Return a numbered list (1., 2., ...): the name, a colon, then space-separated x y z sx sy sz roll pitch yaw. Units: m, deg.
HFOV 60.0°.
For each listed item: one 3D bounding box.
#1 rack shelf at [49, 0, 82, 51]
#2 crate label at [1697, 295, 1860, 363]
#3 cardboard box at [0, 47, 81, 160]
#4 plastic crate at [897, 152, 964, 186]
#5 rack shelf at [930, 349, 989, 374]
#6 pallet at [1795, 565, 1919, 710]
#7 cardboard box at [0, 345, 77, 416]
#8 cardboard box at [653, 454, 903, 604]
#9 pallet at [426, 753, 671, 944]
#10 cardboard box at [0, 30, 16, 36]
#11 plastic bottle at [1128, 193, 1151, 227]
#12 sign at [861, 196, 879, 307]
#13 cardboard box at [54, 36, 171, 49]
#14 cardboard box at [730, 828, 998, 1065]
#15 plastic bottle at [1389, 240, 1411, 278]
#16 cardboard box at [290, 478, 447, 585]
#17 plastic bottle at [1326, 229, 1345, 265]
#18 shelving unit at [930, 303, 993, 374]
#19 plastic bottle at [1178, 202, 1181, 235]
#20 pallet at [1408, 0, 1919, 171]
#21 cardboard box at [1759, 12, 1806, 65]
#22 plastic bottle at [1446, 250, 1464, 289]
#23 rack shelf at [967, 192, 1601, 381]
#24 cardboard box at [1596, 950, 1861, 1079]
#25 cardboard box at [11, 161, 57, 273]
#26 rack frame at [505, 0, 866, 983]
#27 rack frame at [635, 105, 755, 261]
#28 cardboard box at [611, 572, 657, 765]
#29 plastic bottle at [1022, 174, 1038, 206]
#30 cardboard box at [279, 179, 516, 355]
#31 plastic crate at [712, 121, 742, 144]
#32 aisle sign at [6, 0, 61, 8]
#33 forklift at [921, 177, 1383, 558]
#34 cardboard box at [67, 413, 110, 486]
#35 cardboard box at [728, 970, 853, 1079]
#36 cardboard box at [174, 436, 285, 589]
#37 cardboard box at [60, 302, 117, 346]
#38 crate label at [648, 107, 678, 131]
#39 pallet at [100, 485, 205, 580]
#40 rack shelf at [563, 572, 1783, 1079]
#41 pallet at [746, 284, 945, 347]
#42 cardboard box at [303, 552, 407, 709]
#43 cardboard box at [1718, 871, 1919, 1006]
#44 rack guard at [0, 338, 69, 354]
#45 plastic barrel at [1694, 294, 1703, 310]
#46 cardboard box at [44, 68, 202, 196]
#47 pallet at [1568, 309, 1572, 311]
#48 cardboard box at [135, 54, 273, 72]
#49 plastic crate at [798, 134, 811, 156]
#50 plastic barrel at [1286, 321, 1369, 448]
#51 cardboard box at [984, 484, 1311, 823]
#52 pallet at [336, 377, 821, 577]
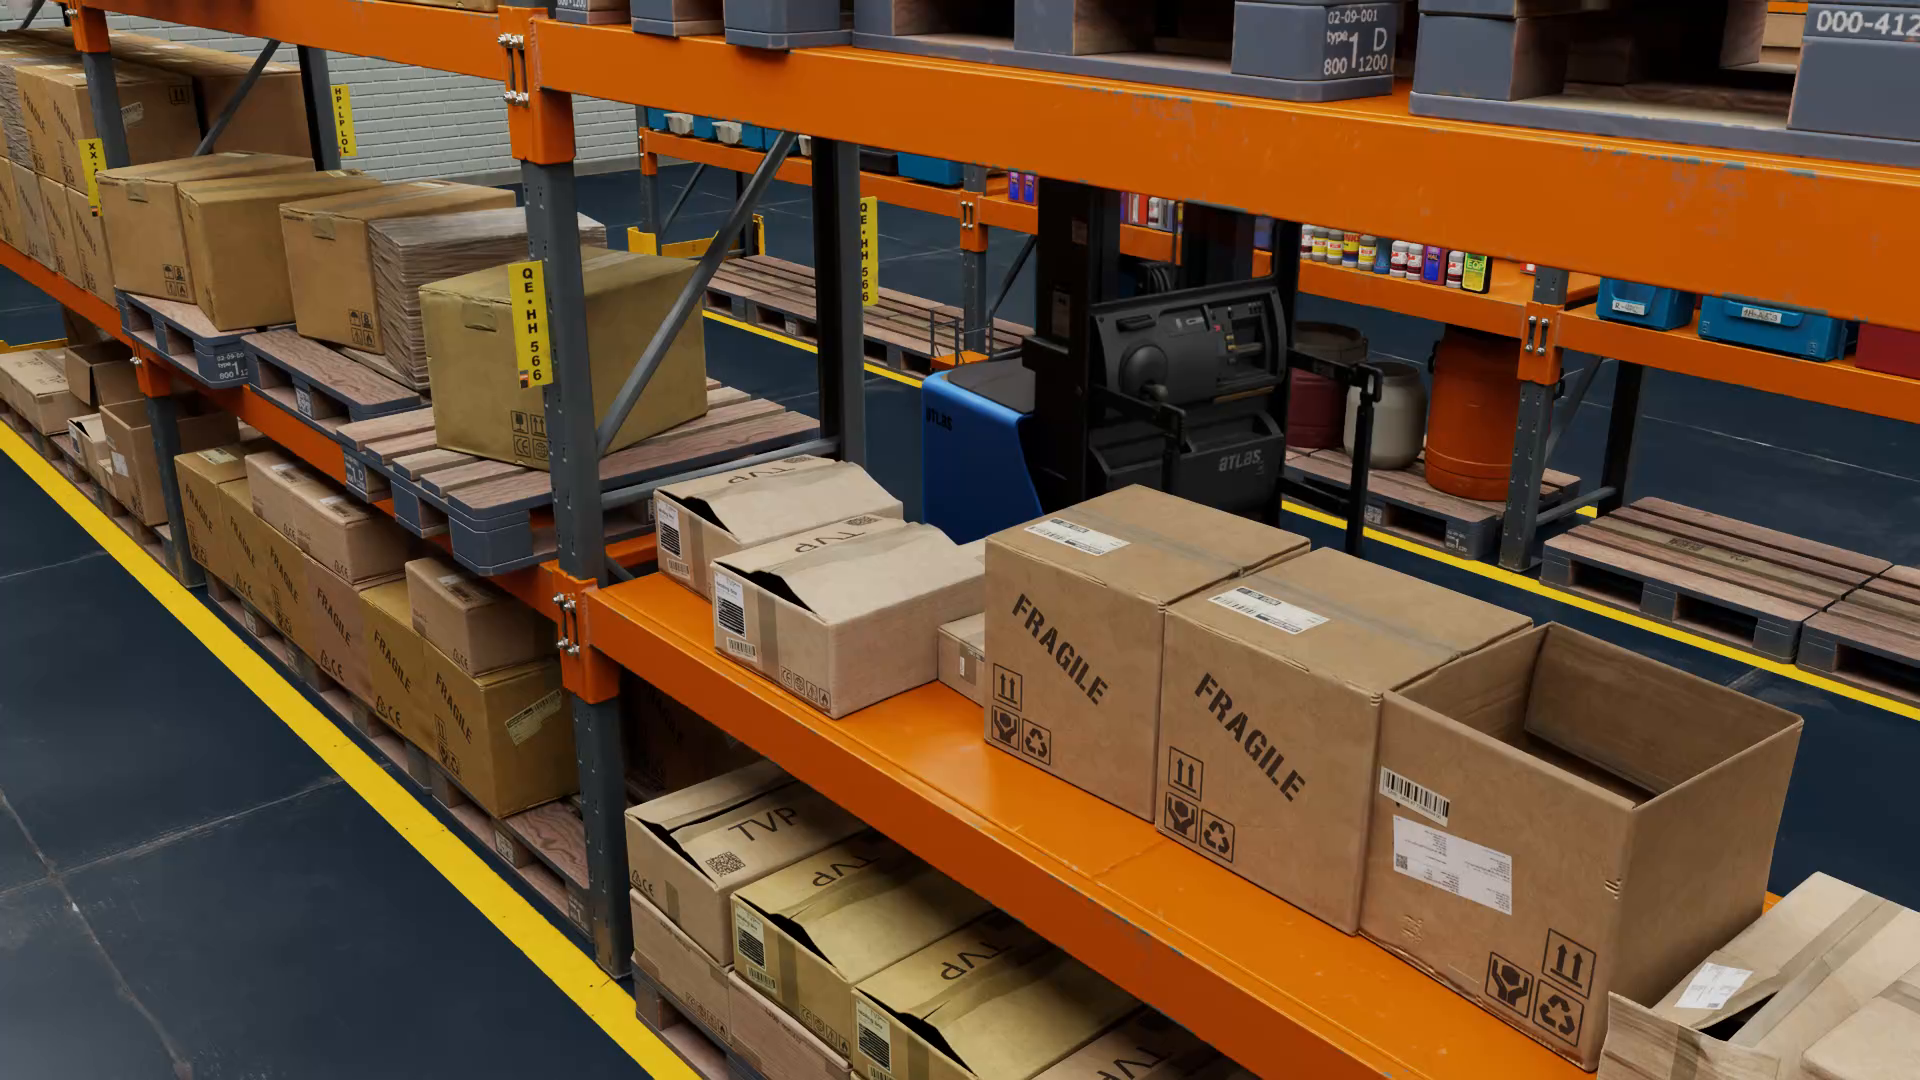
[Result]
1. rack shelf: -4.622 -2.907 8.666 1.077 0.370 4.000 -17 27 -37
2. crate label: 3.493 -1.043 6.985 0.502 0.435 0.616 -17 27 -37
3. cardboard box: -4.835 -2.302 8.740 0.500 0.500 0.500 -18 28 -38
4. plastic crate: -0.124 -2.539 10.793 0.392 0.384 0.575 -17 27 -37
5. rack shelf: 0.009 -0.849 8.140 0.258 0.103 0.180 -17 27 -37
6. pallet: 4.318 0.493 6.935 1.003 0.211 1.213 -17 27 -37
7. cardboard box: -5.461 -0.966 10.005 0.500 0.250 0.500 -17 27 -37
8. cardboard box: -0.501 -0.035 4.582 0.500 0.311 0.500 -15 26 -34
9. pallet: -1.164 0.896 5.907 1.003 0.211 1.213 -17 27 -37
10. cardboard box: -5.837 -2.724 9.818 0.500 0.500 0.500 -16 27 -36
11. plastic bottle: 1.057 -1.938 9.490 0.152 0.276 0.135 -17 27 -37
12. sign: -0.287 -0.859 4.978 0.100 0.325 0.005 -17 27 -37
13. cardboard box: -4.756 -2.571 9.426 0.500 0.500 0.500 -17 27 -36
14. cardboard box: -0.237 0.994 4.258 0.500 0.311 0.500 -18 28 -39
15. plastic bottle: 2.187 -1.410 8.243 0.097 0.201 0.097 0 21 0
16. cardboard box: -2.205 -0.076 6.361 0.500 0.250 0.500 -18 28 -38
17. plastic bottle: 1.933 -1.518 8.518 0.097 0.201 0.097 0 21 0
18. shelving unit: 0.009 -0.555 8.255 0.258 1.200 0.189 -17 27 -37
19. plastic bottle: 1.263 -1.834 9.229 0.097 0.271 0.097 0 21 0
20. pallet: 1.320 -0.630 2.130 0.805 0.209 1.217 -19 28 -39
21. cardboard box: 5.914 -3.445 11.653 0.797 0.503 0.637 -17 27 -36
22. plastic bottle: 2.401 -1.319 8.012 0.097 0.201 0.097 0 21 0
23. rack shelf: 1.744 -1.583 9.399 1.077 0.370 4.000 -17 27 -37
24. cardboard box: 1.193 0.781 2.561 0.396 0.266 0.258 -18 28 -39
25. cardboard box: -4.512 -1.699 8.573 0.500 0.500 0.500 -17 27 -36
26. rack frame: -0.705 -0.187 4.849 1.000 3.000 0.127 -17 27 -37
27. rack frame: -2.172 -3.576 13.500 1.000 3.000 0.127 -17 27 -37
28. cardboard box: -1.132 0.435 6.085 0.500 0.500 0.500 -19 28 -39
29. plastic bottle: 0.442 -2.176 10.088 0.061 0.283 0.133 -17 27 -37
30. cardboard box: -2.116 -1.061 6.367 0.500 0.500 0.700 14 25 32
31. plastic crate: -1.671 -3.038 12.408 0.250 0.136 0.298 -17 27 -37
32. aisle sign: -5.740 -3.700 10.252 0.394 0.787 0.004 -17 27 -37
33. forklift: 1.036 -0.753 6.388 1.130 2.935 3.031 -13 25 -31
34. cardboard box: -4.393 -0.542 8.839 0.500 0.311 0.500 -17 27 -37
35. cardboard box: -0.257 1.251 4.372 0.500 0.250 0.500 -18 28 -39
36. cardboard box: -3.185 -0.142 7.557 0.500 0.500 0.500 -19 28 -40
37. cardboard box: -5.386 -1.347 10.634 0.500 0.500 0.500 -17 27 -37
38. crate label: -2.261 -3.379 13.146 0.416 0.233 0.303 -17 27 -37
39. pallet: -3.764 -0.184 8.664 1.003 0.211 1.213 -17 27 -37
40. rack shelf: 0.600 0.700 3.569 1.077 0.370 4.000 -17 27 -37
41. pallet: -0.871 -1.703 12.543 1.003 0.211 1.213 -17 27 -37
42. cardboard box: -2.178 0.283 6.473 0.500 0.500 0.500 -19 28 -39
43. cardboard box: 1.482 0.741 2.823 0.380 0.149 0.250 -17 27 -37
44. rack guard: -5.878 -1.213 10.894 1.175 0.500 0.348 -17 27 -37
45. plastic barrel: 3.582 -1.373 7.689 0.600 0.536 0.708 -17 27 -37
46. cardboard box: -3.842 -1.883 7.669 0.500 0.500 0.500 -17 27 -37
47. pallet: 4.752 -2.156 13.699 1.003 0.211 1.213 -17 27 -37
48. cardboard box: -3.748 -2.144 8.337 0.500 0.500 0.500 -19 28 -39
49. plastic crate: -0.926 -2.785 11.761 0.293 0.136 0.466 -17 27 -37
50. plastic barrel: 1.980 -0.881 9.352 0.600 0.588 0.708 -17 27 -37
51. cardboard box: 0.402 0.226 3.657 0.500 0.500 0.500 -19 29 -40
52. pallet: -1.201 -0.268 5.319 1.213 0.211 1.003 -17 27 -37
